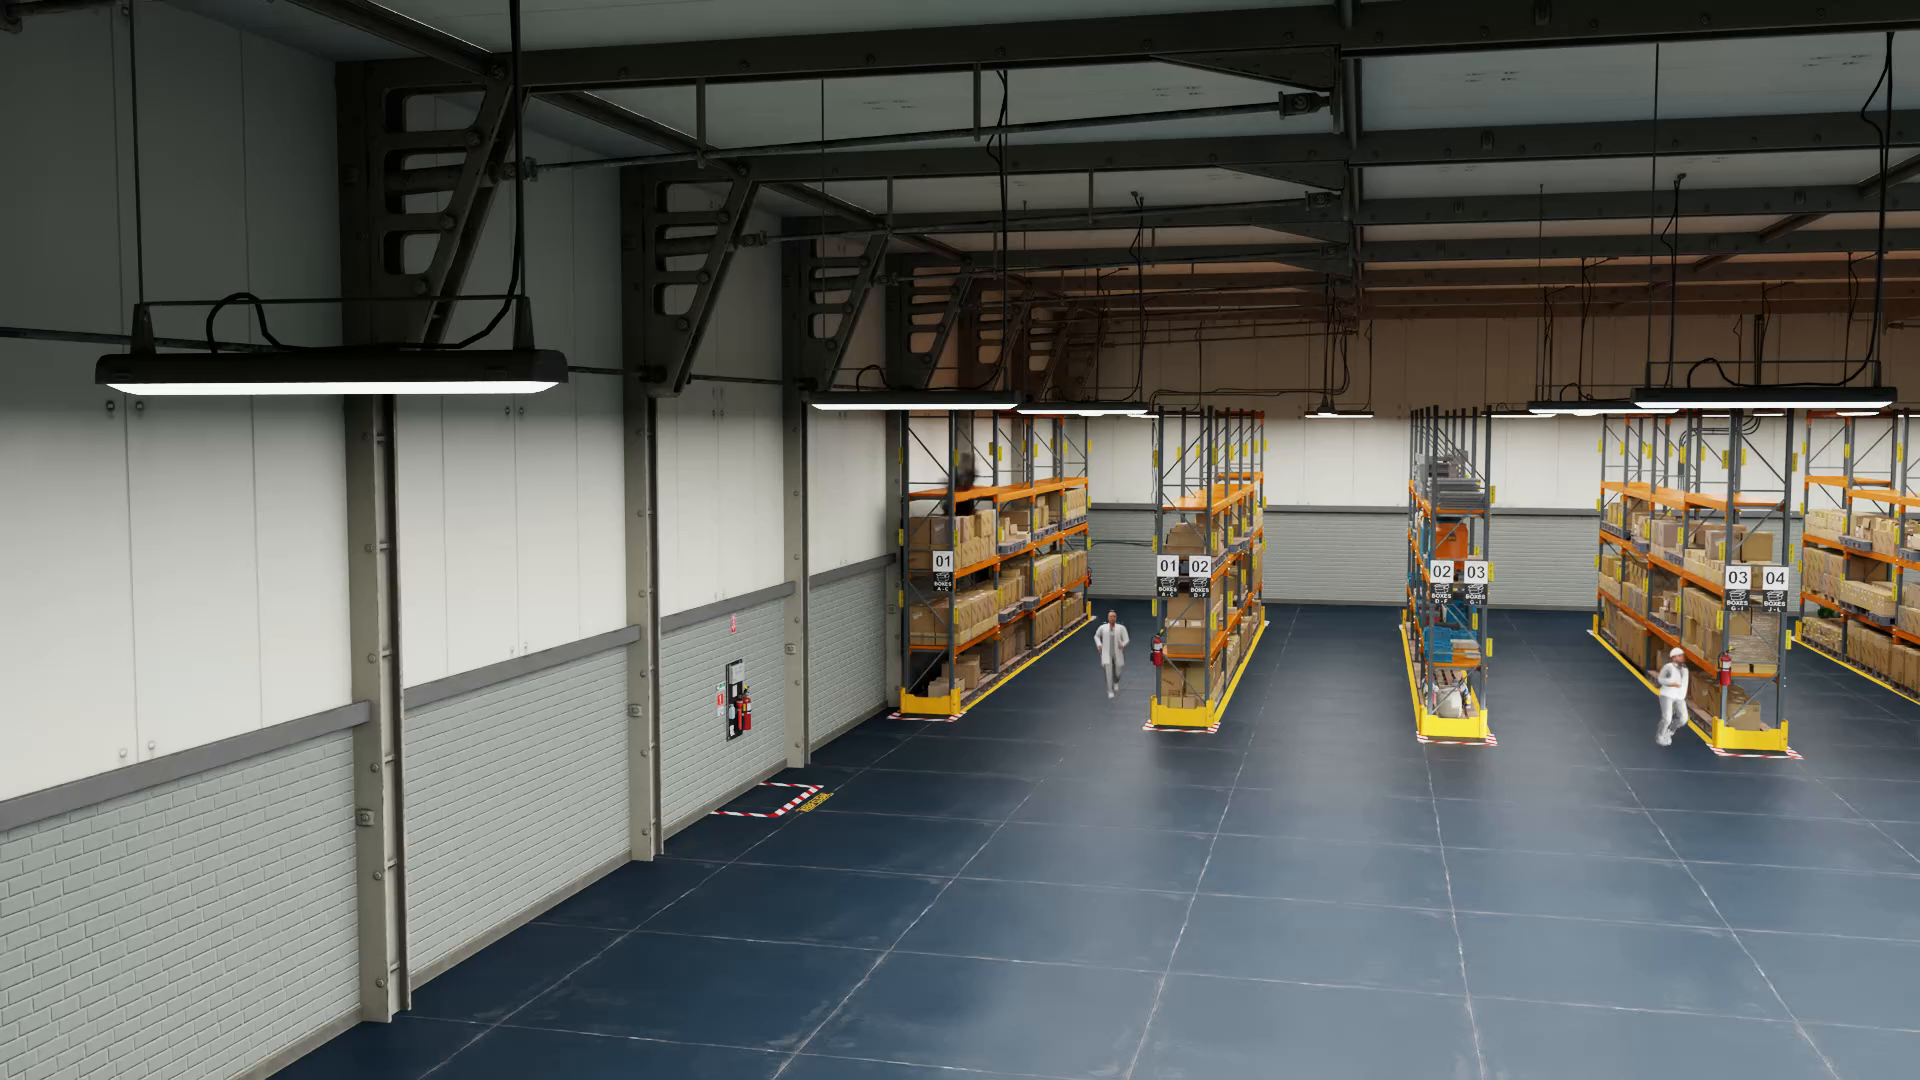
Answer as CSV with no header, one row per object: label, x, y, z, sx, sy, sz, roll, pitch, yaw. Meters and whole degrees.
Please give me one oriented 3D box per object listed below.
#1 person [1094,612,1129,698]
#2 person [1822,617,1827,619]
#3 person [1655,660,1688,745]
person,3.089,2.330,33.932,0.715,1.735,0.826,0,4,3
person,23.154,1.677,44.220,0.514,1.715,0.669,4,5,42
person,12.581,2.866,29.262,0.670,1.516,0.539,-1,4,-9
